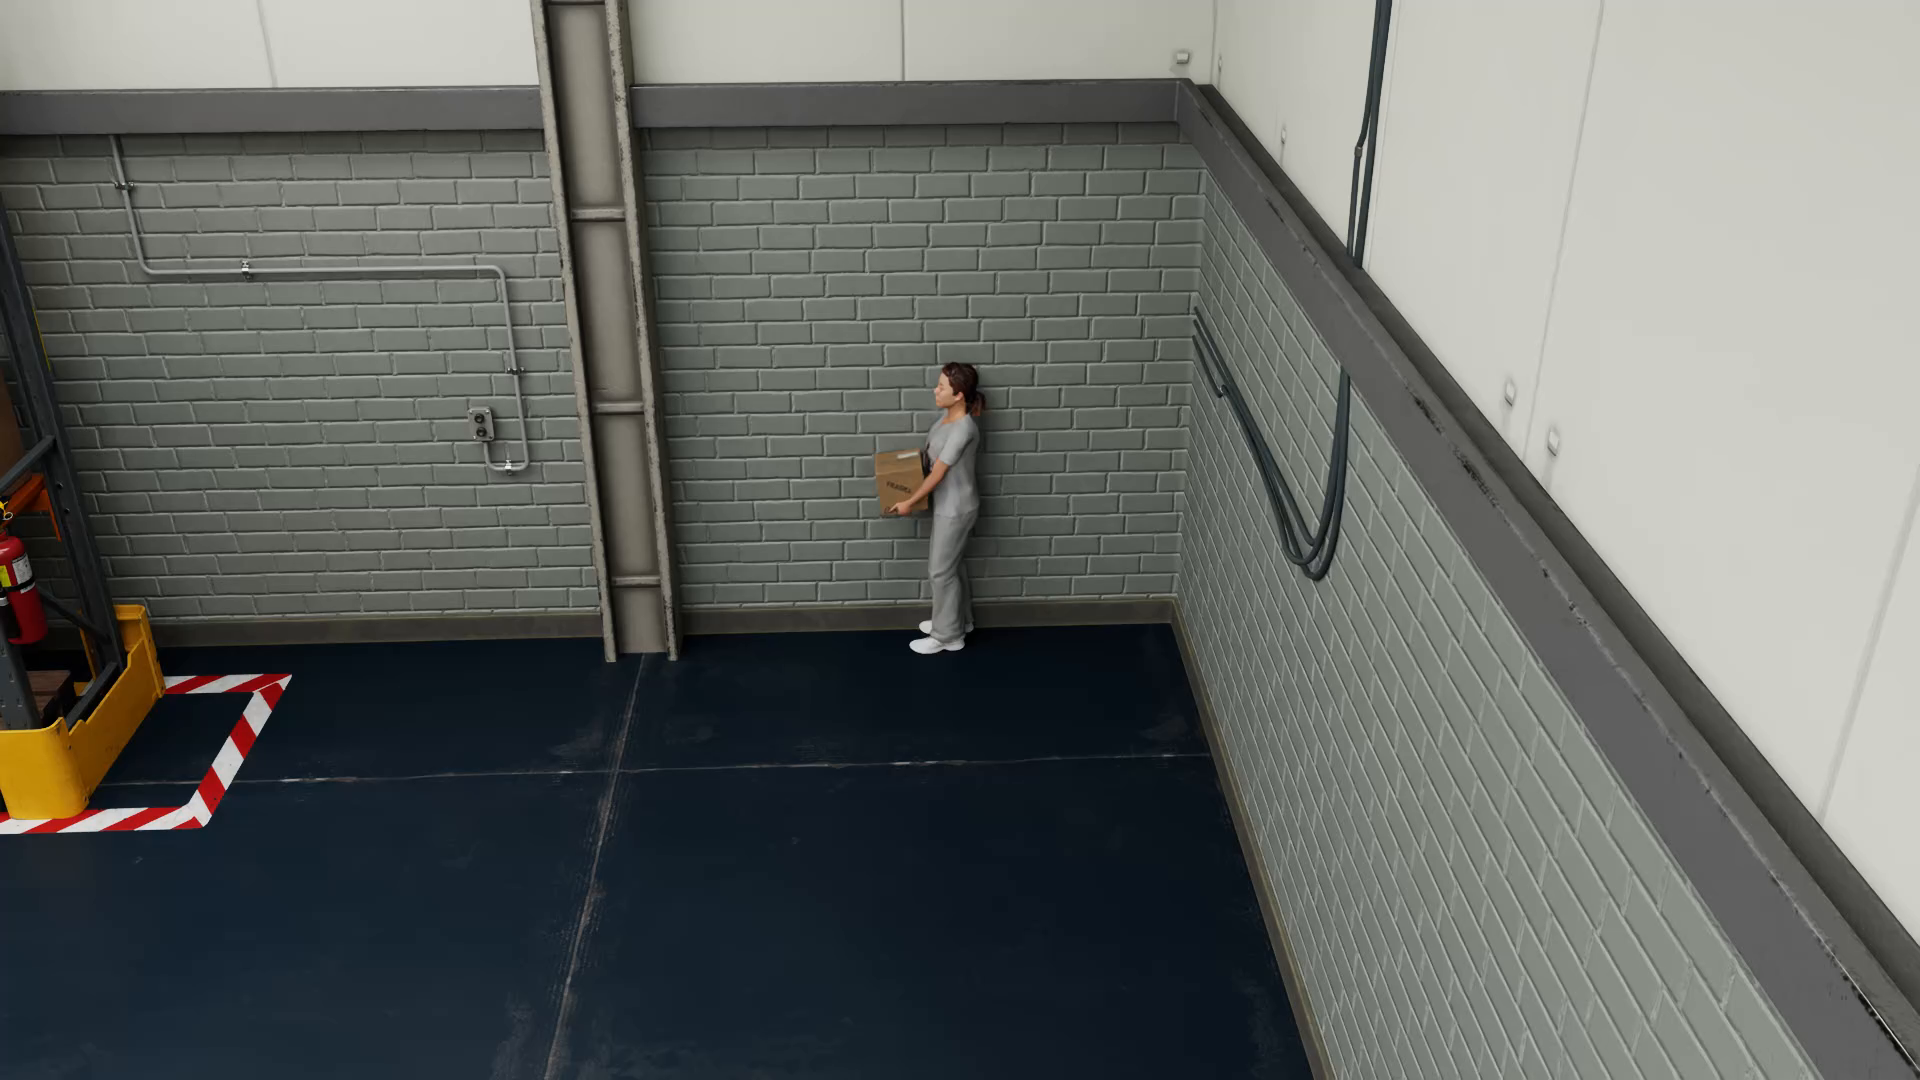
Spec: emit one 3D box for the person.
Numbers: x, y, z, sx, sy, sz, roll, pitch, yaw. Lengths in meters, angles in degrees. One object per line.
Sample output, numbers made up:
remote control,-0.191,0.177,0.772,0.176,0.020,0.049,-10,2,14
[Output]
person,-0.117,-0.169,8.956,0.532,1.668,0.422,-2,28,-3
